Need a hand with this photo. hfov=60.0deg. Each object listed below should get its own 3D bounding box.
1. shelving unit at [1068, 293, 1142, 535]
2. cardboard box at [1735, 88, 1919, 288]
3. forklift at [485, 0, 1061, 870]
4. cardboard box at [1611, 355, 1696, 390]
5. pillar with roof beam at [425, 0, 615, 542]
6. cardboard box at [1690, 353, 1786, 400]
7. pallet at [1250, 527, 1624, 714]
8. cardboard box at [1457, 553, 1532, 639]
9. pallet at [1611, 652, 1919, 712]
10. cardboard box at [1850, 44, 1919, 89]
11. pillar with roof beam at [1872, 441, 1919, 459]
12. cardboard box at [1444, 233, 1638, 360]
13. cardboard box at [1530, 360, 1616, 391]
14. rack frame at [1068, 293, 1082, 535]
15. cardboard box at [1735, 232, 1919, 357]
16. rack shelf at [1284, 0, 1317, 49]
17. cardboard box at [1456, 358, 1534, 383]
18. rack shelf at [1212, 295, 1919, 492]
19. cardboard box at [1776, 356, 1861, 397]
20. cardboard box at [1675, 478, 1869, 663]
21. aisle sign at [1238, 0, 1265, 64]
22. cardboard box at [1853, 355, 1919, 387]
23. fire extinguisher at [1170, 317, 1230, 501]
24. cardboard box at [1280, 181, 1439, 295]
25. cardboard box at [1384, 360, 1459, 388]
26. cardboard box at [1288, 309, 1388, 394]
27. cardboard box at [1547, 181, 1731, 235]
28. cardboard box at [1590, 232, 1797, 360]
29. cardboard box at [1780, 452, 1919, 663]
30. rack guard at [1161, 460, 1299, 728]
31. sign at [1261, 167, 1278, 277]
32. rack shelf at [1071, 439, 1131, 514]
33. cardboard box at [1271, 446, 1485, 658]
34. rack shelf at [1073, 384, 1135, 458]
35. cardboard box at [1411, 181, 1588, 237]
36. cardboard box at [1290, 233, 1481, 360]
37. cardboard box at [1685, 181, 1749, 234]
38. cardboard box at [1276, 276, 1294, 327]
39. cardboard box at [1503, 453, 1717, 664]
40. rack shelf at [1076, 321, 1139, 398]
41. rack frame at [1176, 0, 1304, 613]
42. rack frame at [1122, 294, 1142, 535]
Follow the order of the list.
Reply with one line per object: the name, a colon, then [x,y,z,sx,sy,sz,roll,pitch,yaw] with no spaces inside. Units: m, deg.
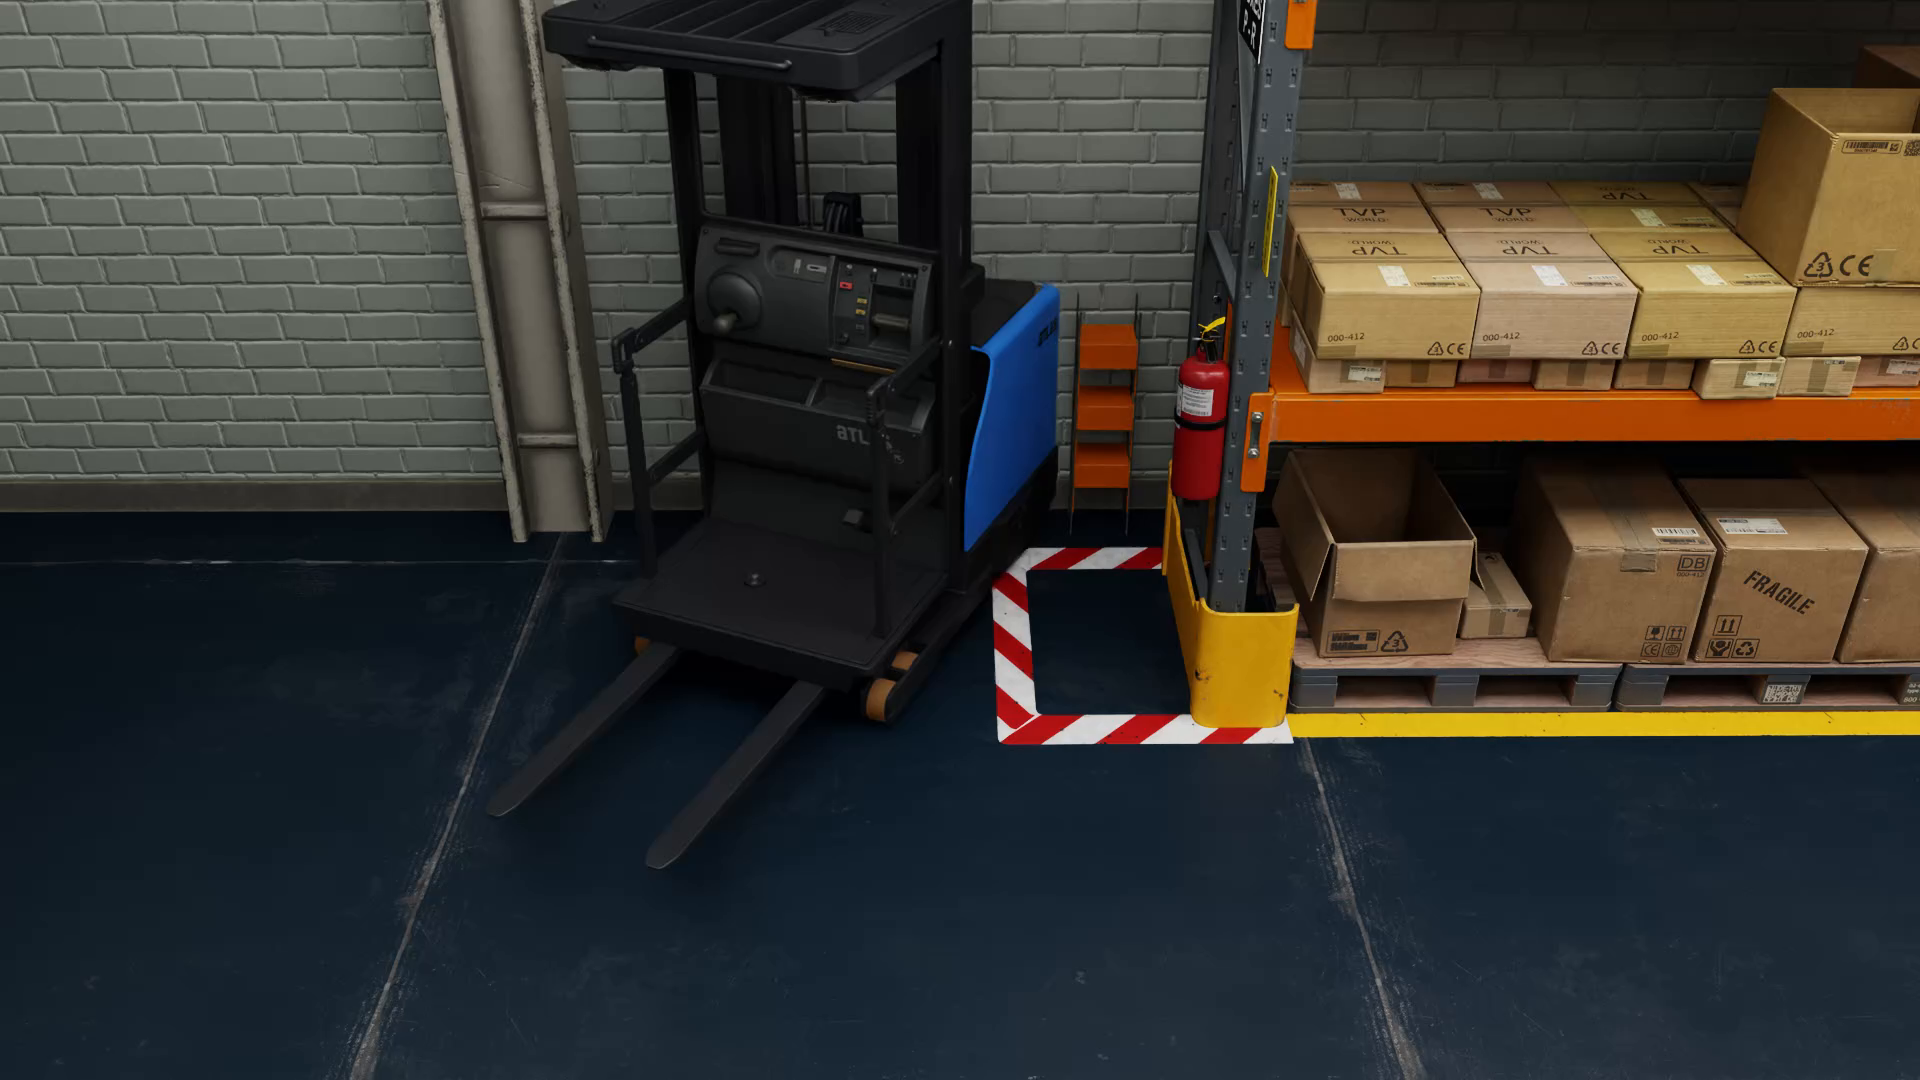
shelving unit: [0.610,-0.524,7.100,0.252,1.050,0.215,0,31,0]
cardboard box: [2.909,-1.145,5.381,0.500,0.500,0.500,1,31,1]
forklift: [-0.620,-0.831,5.795,1.130,2.935,3.031,13,34,20]
cardboard box: [2.319,-0.663,5.693,0.250,0.149,0.380,0,31,0]
pillar with roof beam: [-1.722,-1.686,1.353,0.400,9.000,9.100,0,31,0]
cardboard box: [2.572,-0.625,5.630,0.250,0.149,0.380,-1,31,-2]
pallet: [1.827,0.294,6.562,1.213,0.211,1.003,0,31,0]
cardboard box: [1.991,0.210,6.355,0.250,0.149,0.380,-1,31,-2]
pallet: [3.044,0.292,6.566,1.213,0.211,1.003,0,31,0]
cardboard box: [3.463,-1.424,5.841,0.500,0.500,0.500,-1,31,-2]
pillar with roof beam: [4.278,-1.705,1.384,0.400,9.000,9.100,0,31,0]
cardboard box: [1.913,-0.821,5.570,0.500,0.250,0.500,0,31,0]
cardboard box: [2.054,-0.659,5.686,0.250,0.149,0.380,1,31,1]
rack frame: [0.488,-0.525,7.100,0.008,1.050,0.200,0,31,0]
cardboard box: [2.931,-0.837,5.596,0.500,0.250,0.500,-1,31,-2]
rack shelf: [2.953,-1.876,5.252,4.000,0.370,1.077,0,31,0]
cardboard box: [1.800,-0.690,5.738,0.250,0.149,0.380,-1,31,-1]
rack shelf: [2.953,-0.594,6.030,4.000,0.370,1.077,0,31,0]
cardboard box: [2.835,-0.636,5.649,0.250,0.149,0.380,1,31,1]
cardboard box: [2.950,0.109,6.183,0.500,0.500,0.500,0,31,1]
aisle sign: [0.887,-1.854,4.908,0.004,0.787,0.394,0,31,0]
cardboard box: [3.093,-0.672,5.709,0.250,0.149,0.380,0,31,0]
fire extinguisher: [0.809,-0.462,5.554,0.183,0.674,0.296,0,31,0]
cardboard box: [1.412,-1.097,6.024,0.500,0.250,0.500,1,31,1]
cardboard box: [1.538,-0.671,5.706,0.250,0.149,0.380,1,31,1]
cardboard box: [1.284,-0.646,5.666,0.250,0.149,0.380,0,31,-1]
cardboard box: [2.423,-1.097,6.024,0.500,0.250,0.500,1,31,1]
cardboard box: [2.420,-0.825,5.575,0.500,0.250,0.500,-1,31,-1]
cardboard box: [3.459,0.056,6.271,0.500,0.500,0.700,-1,31,-2]
rack guard: [1.029,0.173,6.482,0.348,0.500,1.175,0,31,0]
sign: [0.957,-0.984,5.145,0.005,0.325,0.100,0,31,0]
rack shelf: [0.609,-0.277,7.250,0.240,0.259,0.215,0,31,0]
cardboard box: [1.566,0.040,6.294,0.637,0.503,0.797,-1,31,-2]
rack shelf: [0.610,-0.515,7.105,0.240,0.259,0.215,0,31,0]
cardboard box: [1.927,-1.098,6.026,0.500,0.250,0.500,0,31,0]
cardboard box: [1.409,-0.820,5.567,0.500,0.250,0.500,0,31,0]
cardboard box: [2.945,-1.099,6.027,0.500,0.250,0.500,0,31,0]
cardboard box: [1.283,-0.928,6.130,0.250,0.149,0.380,-1,31,-1]
cardboard box: [2.421,0.059,6.266,0.500,0.500,0.700,1,31,2]
rack shelf: [0.612,-0.757,6.958,0.240,0.259,0.215,0,31,0]
rack frame: [0.953,-0.895,5.833,0.127,3.000,1.000,0,31,0]
rack frame: [0.732,-0.523,7.100,0.008,1.050,0.200,0,31,0]
